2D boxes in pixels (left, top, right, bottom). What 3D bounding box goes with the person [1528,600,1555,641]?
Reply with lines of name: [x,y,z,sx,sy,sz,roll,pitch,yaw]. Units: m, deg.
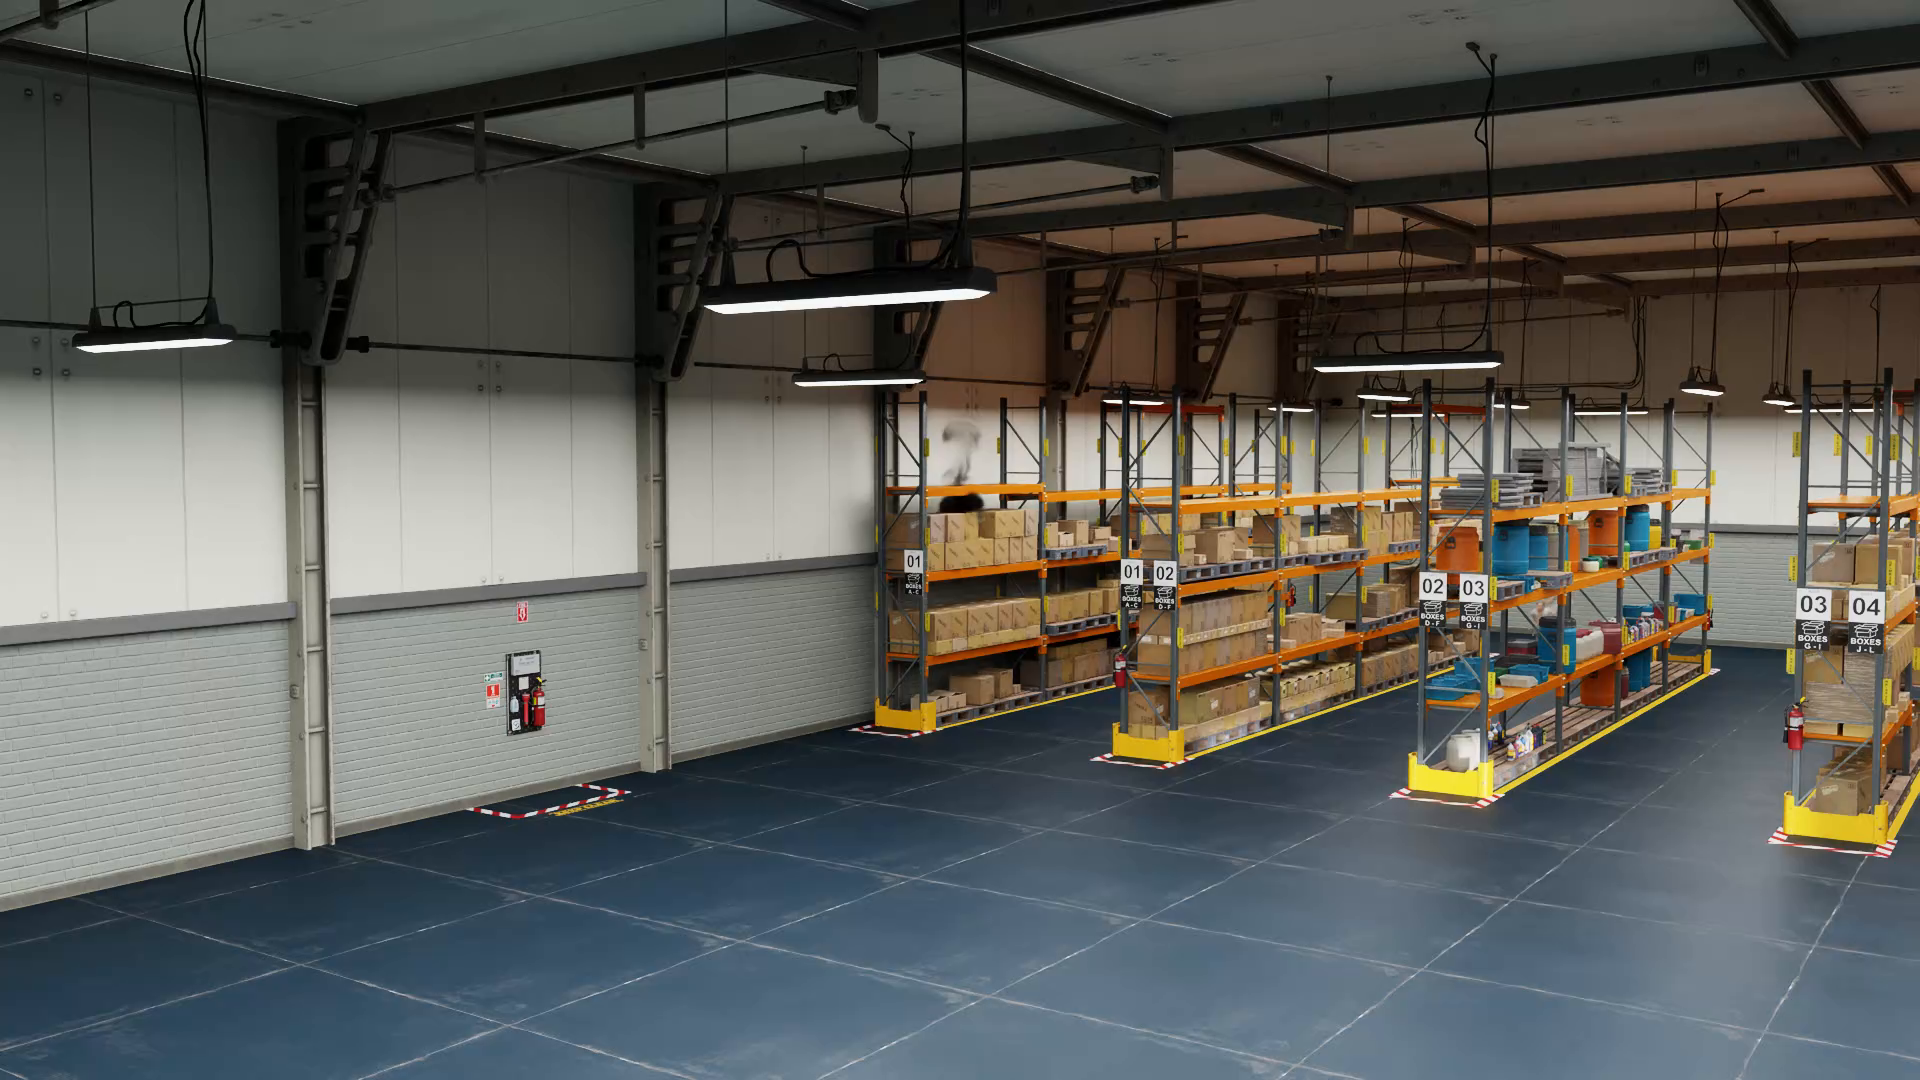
person: [13.173,2.130,37.690,0.590,1.624,0.990,1,3,19]
